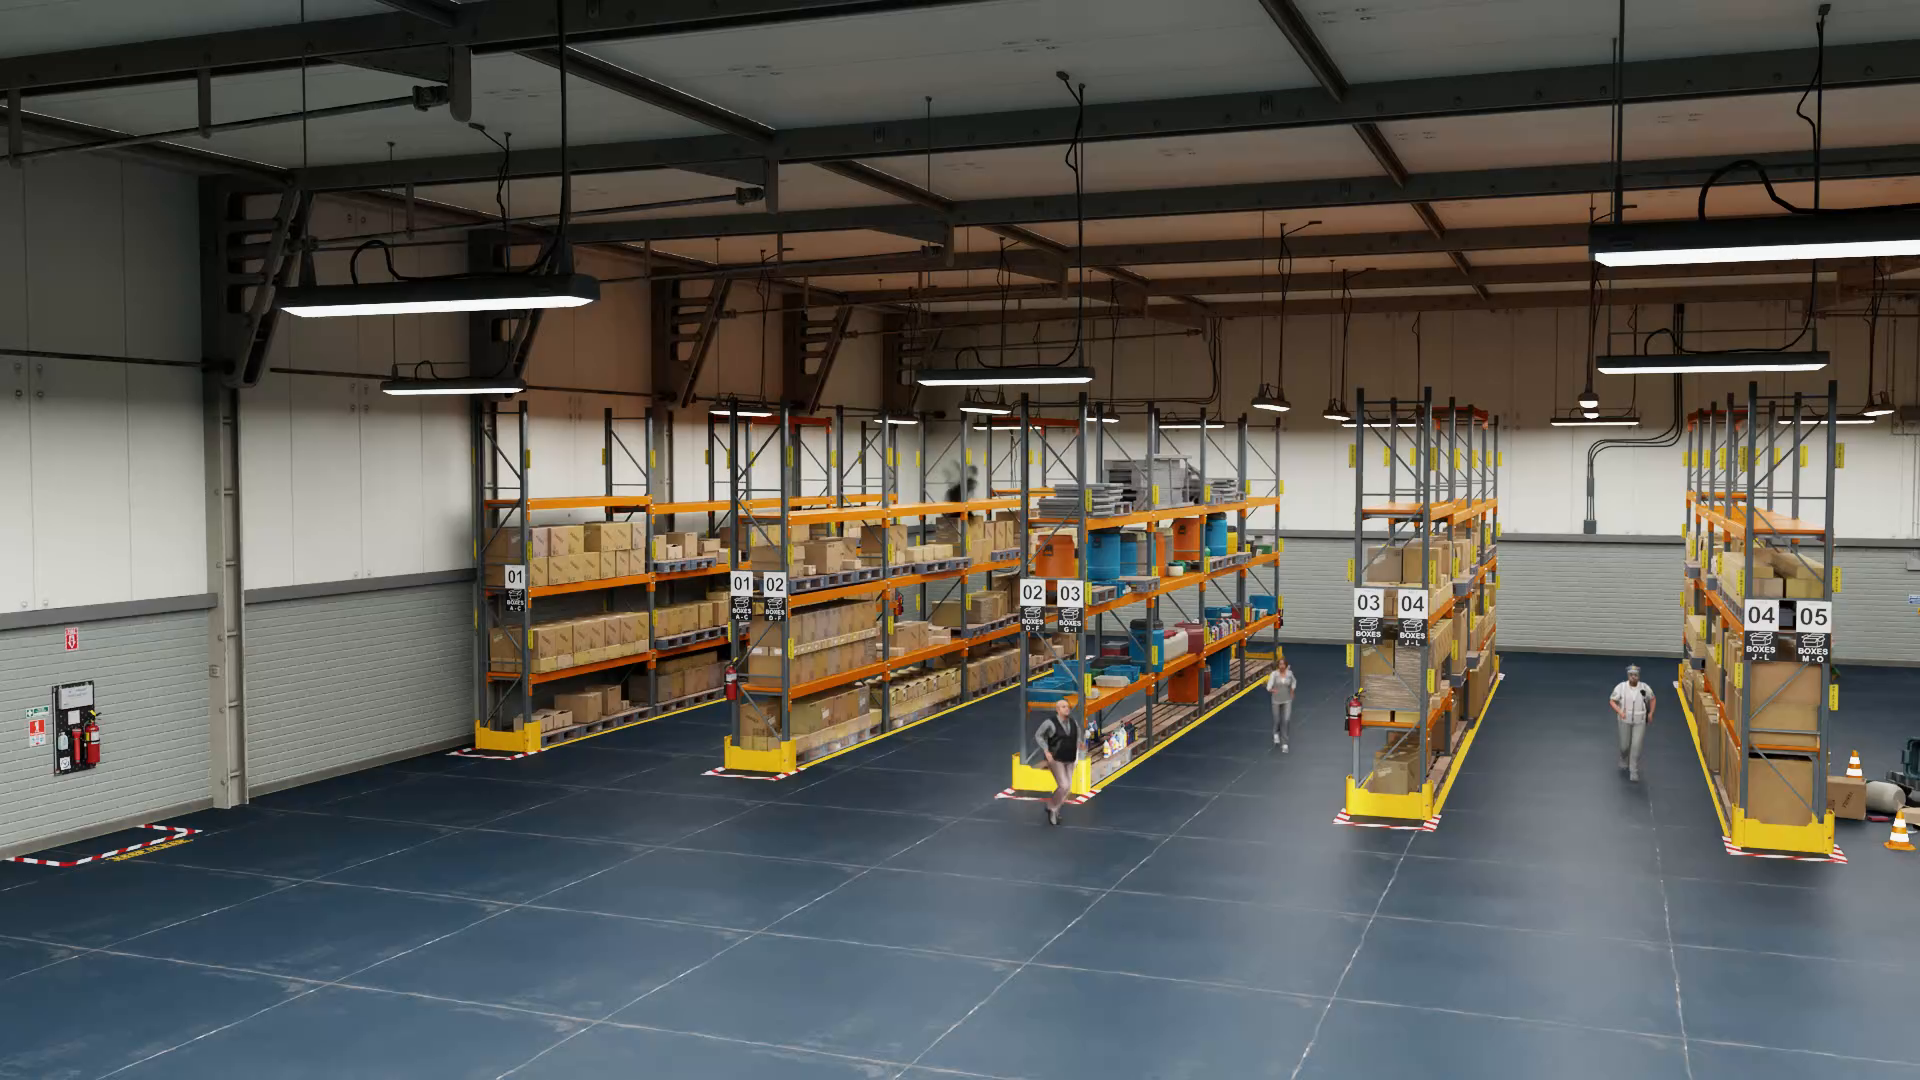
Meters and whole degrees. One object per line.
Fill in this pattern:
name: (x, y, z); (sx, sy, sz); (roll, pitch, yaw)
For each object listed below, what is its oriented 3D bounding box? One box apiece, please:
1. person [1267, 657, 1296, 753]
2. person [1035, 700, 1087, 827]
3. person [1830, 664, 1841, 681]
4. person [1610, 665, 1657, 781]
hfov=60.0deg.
person: (5.533, 2.852, 28.623); (0.514, 1.494, 0.882); (0, 3, 6)
person: (1.409, 3.043, 22.709); (0.638, 1.717, 0.696); (-2, 3, -33)
person: (18.862, 2.337, 36.758); (1.130, 1.777, 0.641); (1, 3, 18)
person: (10.609, 2.852, 26.217); (0.689, 1.785, 0.787); (1, 3, 19)
